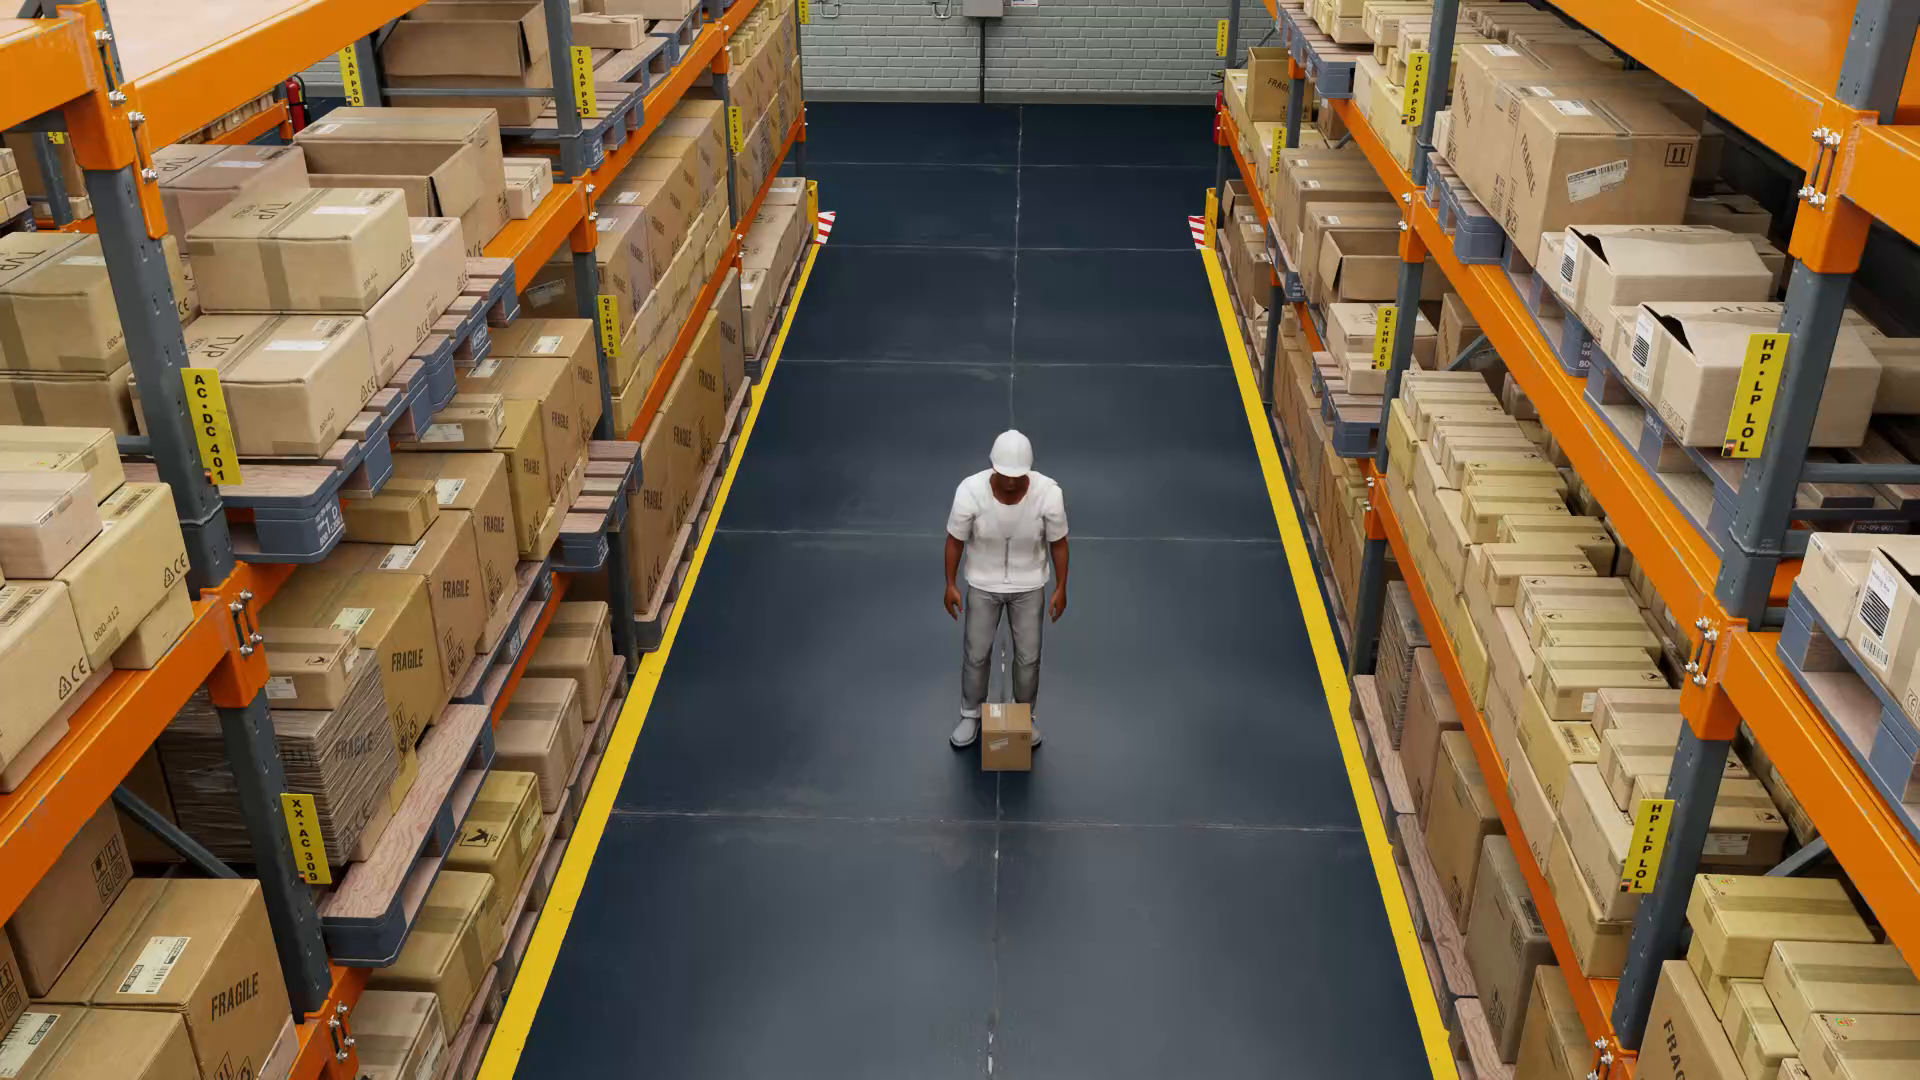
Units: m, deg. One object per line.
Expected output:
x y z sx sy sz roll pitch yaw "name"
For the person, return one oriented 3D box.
0.231 0.241 8.382 0.626 1.757 0.459 1 28 2 "person"
